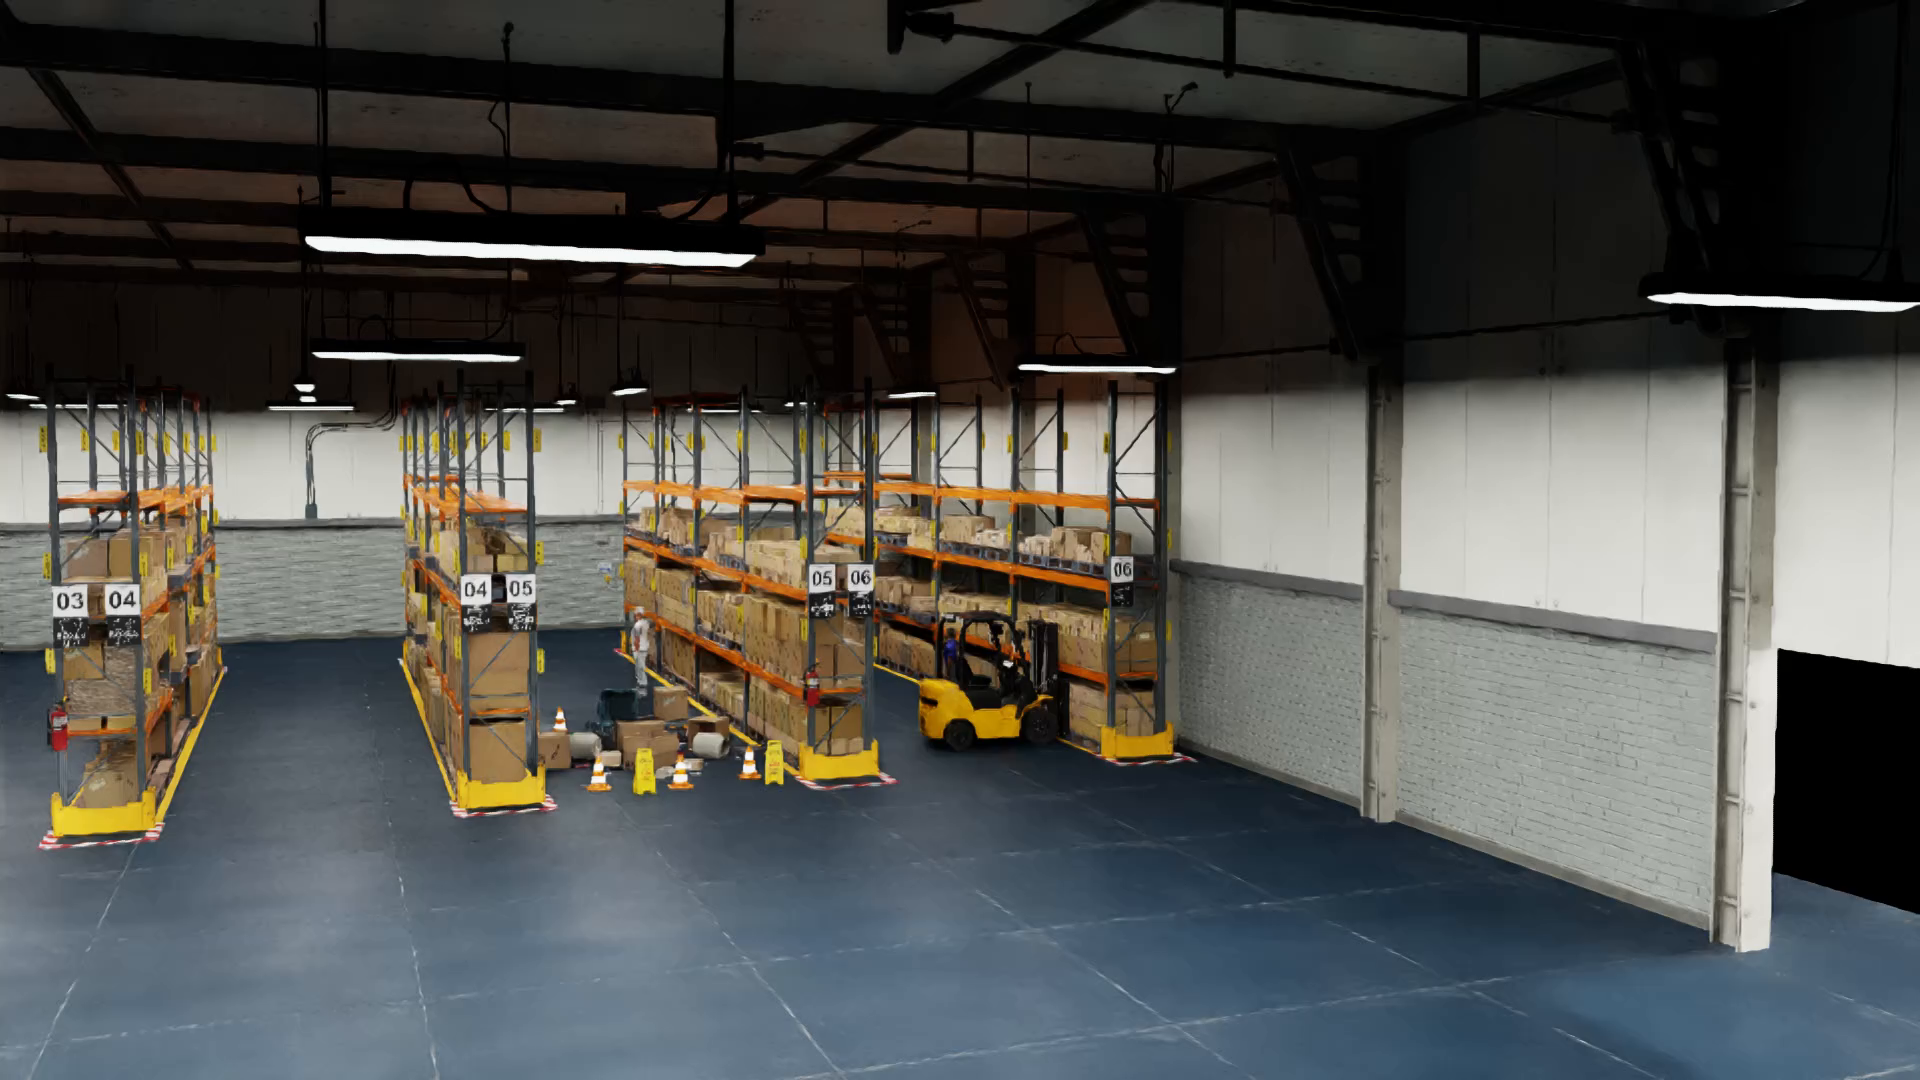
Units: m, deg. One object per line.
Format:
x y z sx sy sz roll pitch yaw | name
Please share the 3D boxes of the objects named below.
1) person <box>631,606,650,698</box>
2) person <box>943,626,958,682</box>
-6.330 2.188 32.603 0.490 1.787 0.608 0 3 8 | person
-0.180 2.393 30.325 0.528 1.656 0.531 0 3 3 | person
